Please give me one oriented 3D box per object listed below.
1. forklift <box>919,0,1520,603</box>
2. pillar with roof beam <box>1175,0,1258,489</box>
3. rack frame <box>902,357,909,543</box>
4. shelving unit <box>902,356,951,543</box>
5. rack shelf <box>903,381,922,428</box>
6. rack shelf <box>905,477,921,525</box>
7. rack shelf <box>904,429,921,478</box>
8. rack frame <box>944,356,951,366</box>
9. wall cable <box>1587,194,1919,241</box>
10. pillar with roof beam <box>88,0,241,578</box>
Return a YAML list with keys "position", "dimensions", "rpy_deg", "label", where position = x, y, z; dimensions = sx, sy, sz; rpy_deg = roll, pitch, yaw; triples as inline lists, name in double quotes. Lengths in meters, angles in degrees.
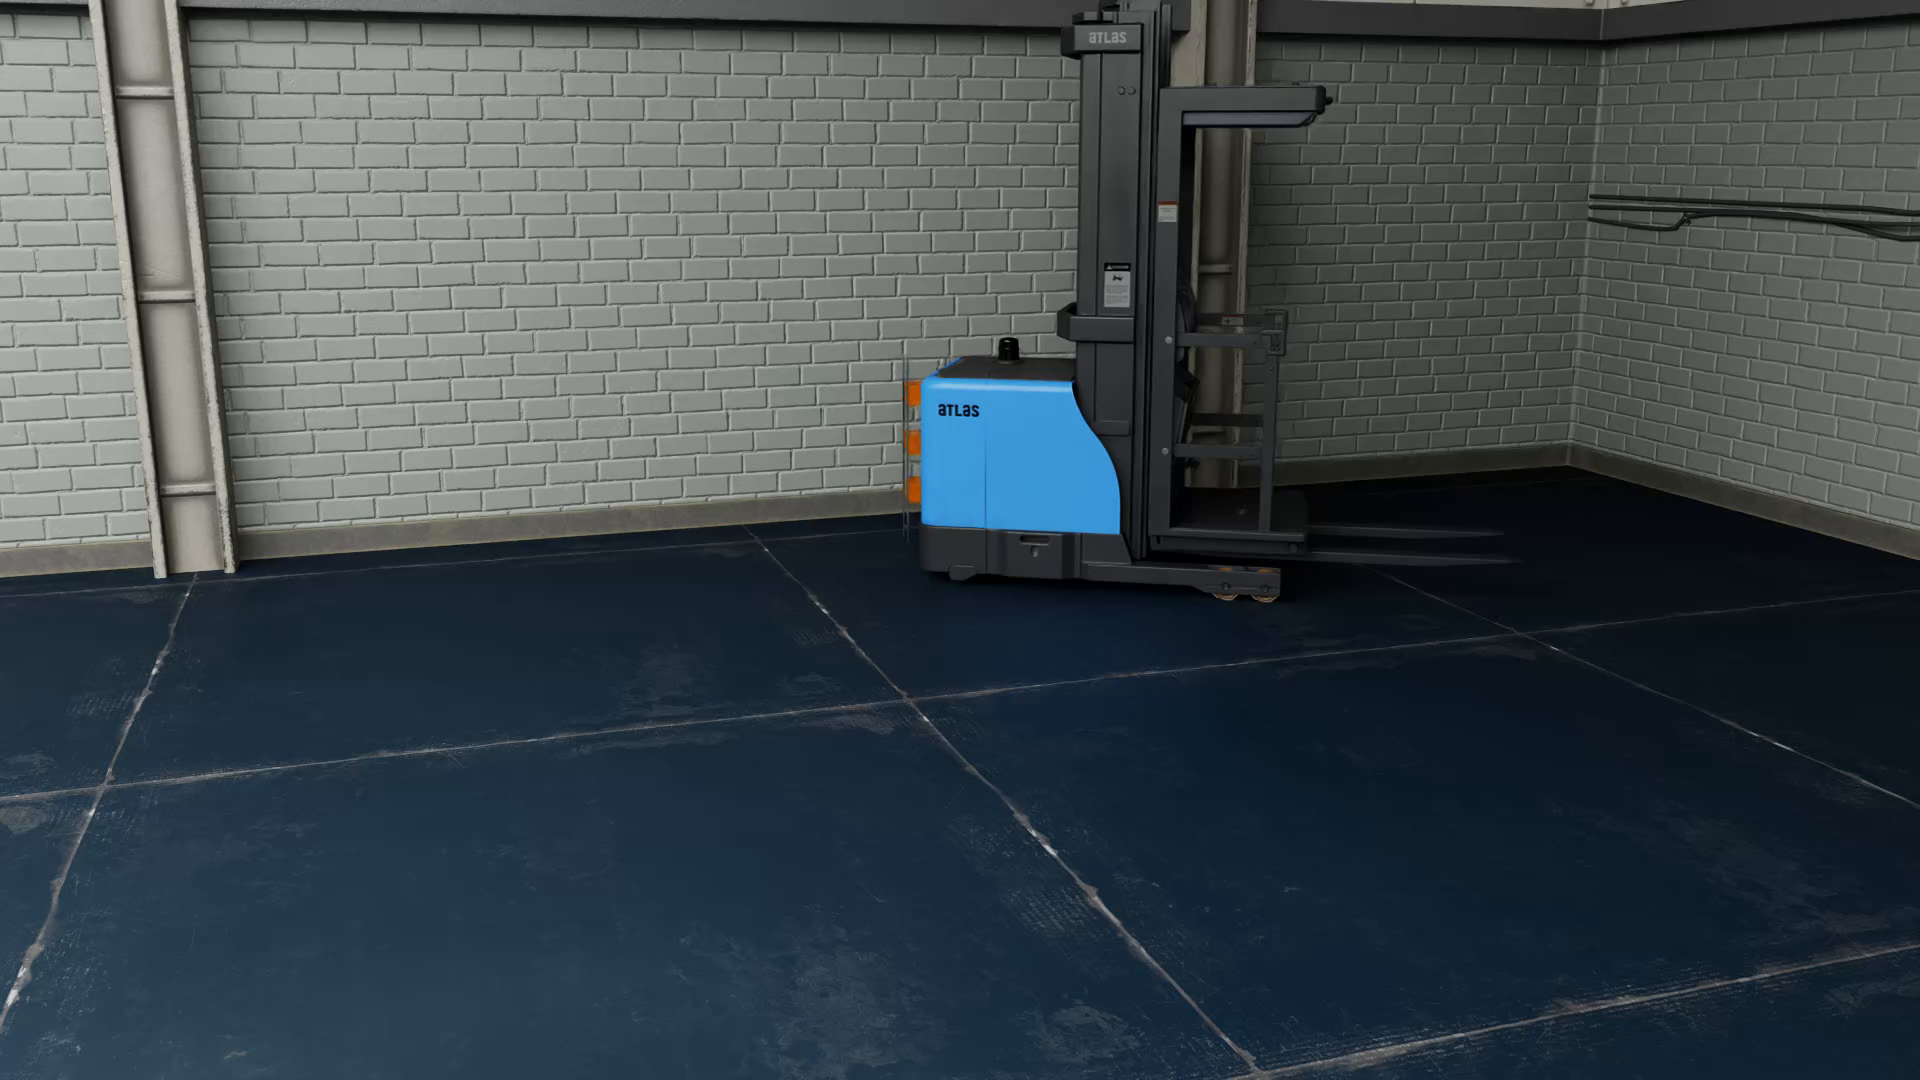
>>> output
- position: [1.354, -1.247, 8.549]
  dimensions: [3.031, 2.935, 1.130]
  rpy_deg: [3, 14, 11]
  label: "forklift"
- position: [2.942, -3.723, 5.847]
  dimensions: [0.400, 9.000, 9.100]
  rpy_deg: [-4, 14, -18]
  label: "pillar with roof beam"
- position: [-0.312, -0.515, 9.539]
  dimensions: [0.008, 1.050, 0.200]
  rpy_deg: [-2, 14, -9]
  label: "rack frame"
- position: [-0.192, -0.520, 9.558]
  dimensions: [0.252, 1.050, 0.215]
  rpy_deg: [-2, 14, -9]
  label: "shelving unit"
- position: [-0.192, -0.785, 9.495]
  dimensions: [0.240, 0.259, 0.215]
  rpy_deg: [-2, 14, -9]
  label: "rack shelf"
- position: [-0.192, -0.239, 9.625]
  dimensions: [0.240, 0.259, 0.215]
  rpy_deg: [-2, 14, -9]
  label: "rack shelf"
- position: [-0.192, -0.509, 9.561]
  dimensions: [0.240, 0.259, 0.215]
  rpy_deg: [-2, 14, -9]
  label: "rack shelf"
- position: [-0.072, -0.524, 9.577]
  dimensions: [0.008, 1.050, 0.200]
  rpy_deg: [-2, 14, -9]
  label: "rack frame"
- position: [4.782, -3.084, 9.870]
  dimensions: [0.112, 2.526, 3.097]
  rpy_deg: [-4, 14, -18]
  label: "wall cable"
- position: [-2.745, -3.280, 3.985]
  dimensions: [0.400, 9.000, 9.100]
  rpy_deg: [-4, 14, -18]
  label: "pillar with roof beam"
